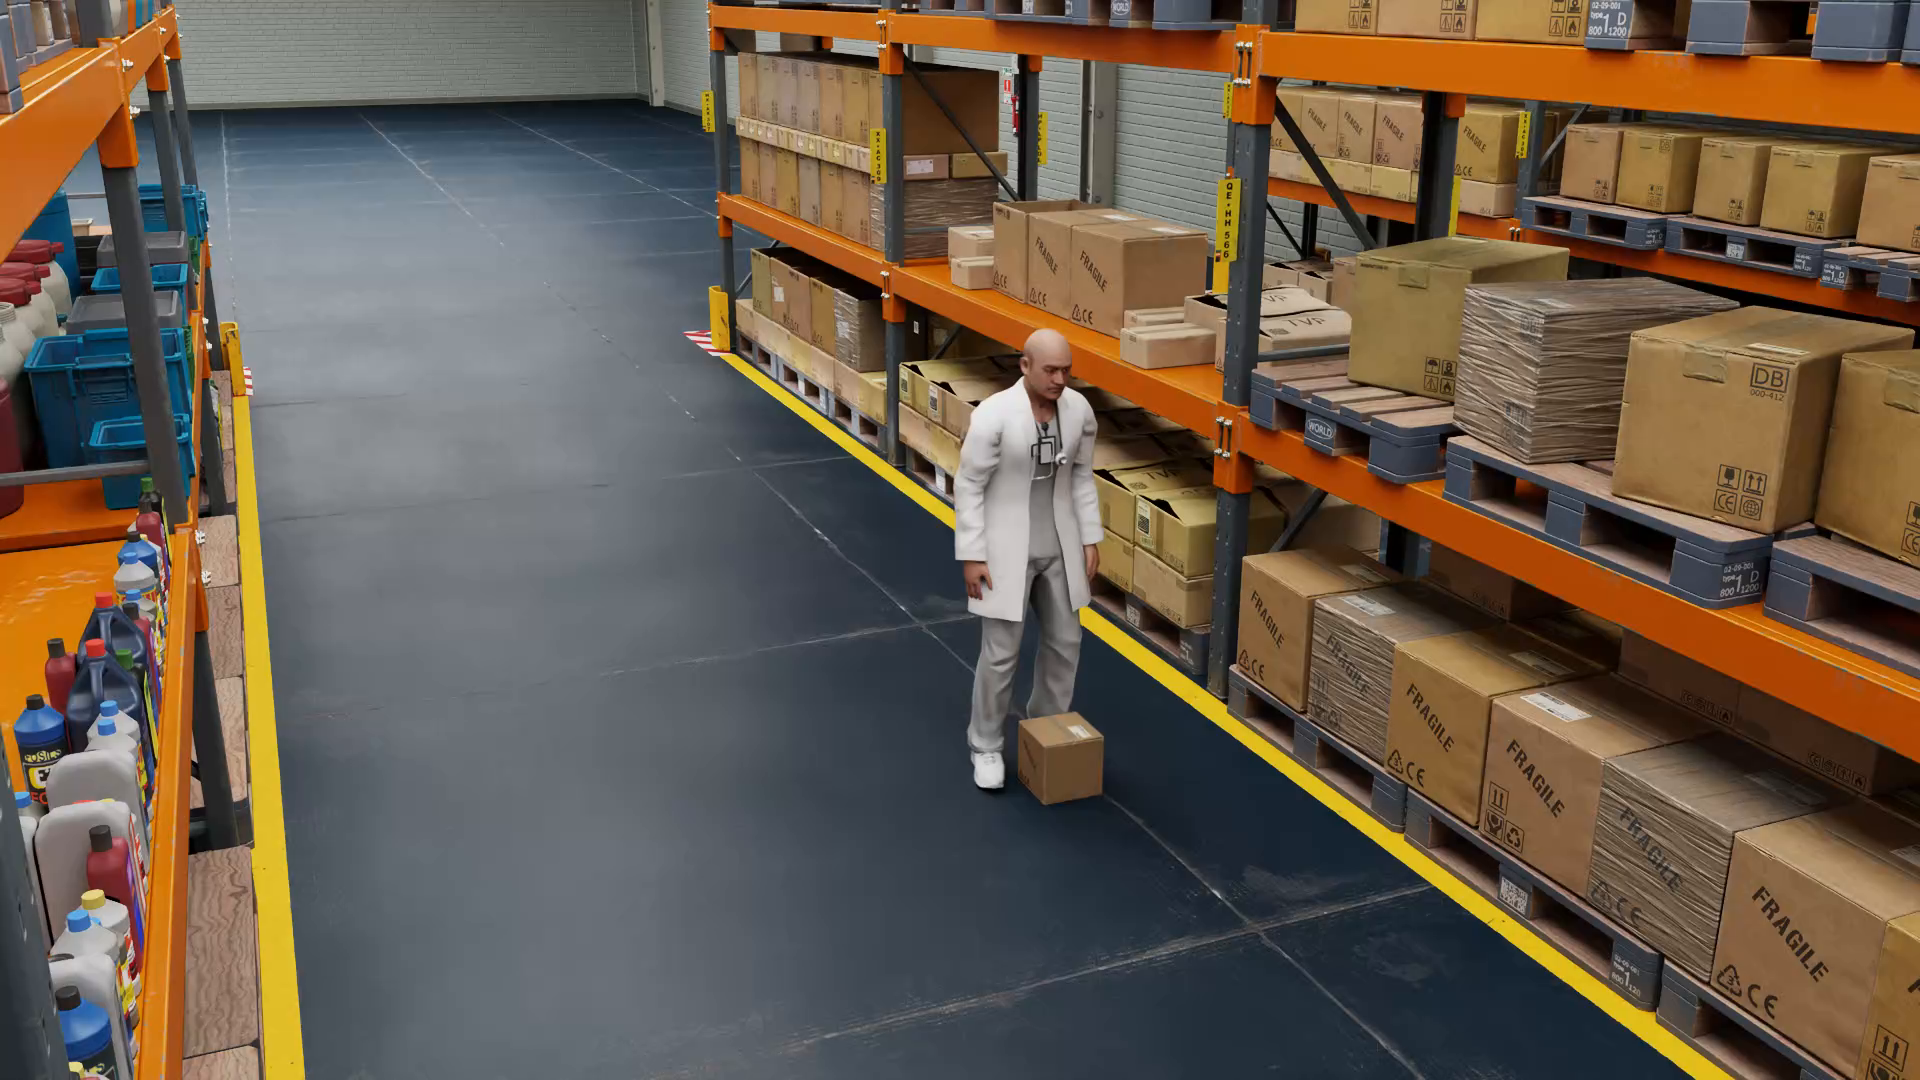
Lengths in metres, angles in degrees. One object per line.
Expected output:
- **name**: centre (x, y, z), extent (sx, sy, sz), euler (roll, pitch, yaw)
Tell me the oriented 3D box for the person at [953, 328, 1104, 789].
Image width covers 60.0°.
- **person**: centre (0.279, 0.054, 6.427), extent (0.643, 1.772, 0.432), euler (-9, 20, -25)
